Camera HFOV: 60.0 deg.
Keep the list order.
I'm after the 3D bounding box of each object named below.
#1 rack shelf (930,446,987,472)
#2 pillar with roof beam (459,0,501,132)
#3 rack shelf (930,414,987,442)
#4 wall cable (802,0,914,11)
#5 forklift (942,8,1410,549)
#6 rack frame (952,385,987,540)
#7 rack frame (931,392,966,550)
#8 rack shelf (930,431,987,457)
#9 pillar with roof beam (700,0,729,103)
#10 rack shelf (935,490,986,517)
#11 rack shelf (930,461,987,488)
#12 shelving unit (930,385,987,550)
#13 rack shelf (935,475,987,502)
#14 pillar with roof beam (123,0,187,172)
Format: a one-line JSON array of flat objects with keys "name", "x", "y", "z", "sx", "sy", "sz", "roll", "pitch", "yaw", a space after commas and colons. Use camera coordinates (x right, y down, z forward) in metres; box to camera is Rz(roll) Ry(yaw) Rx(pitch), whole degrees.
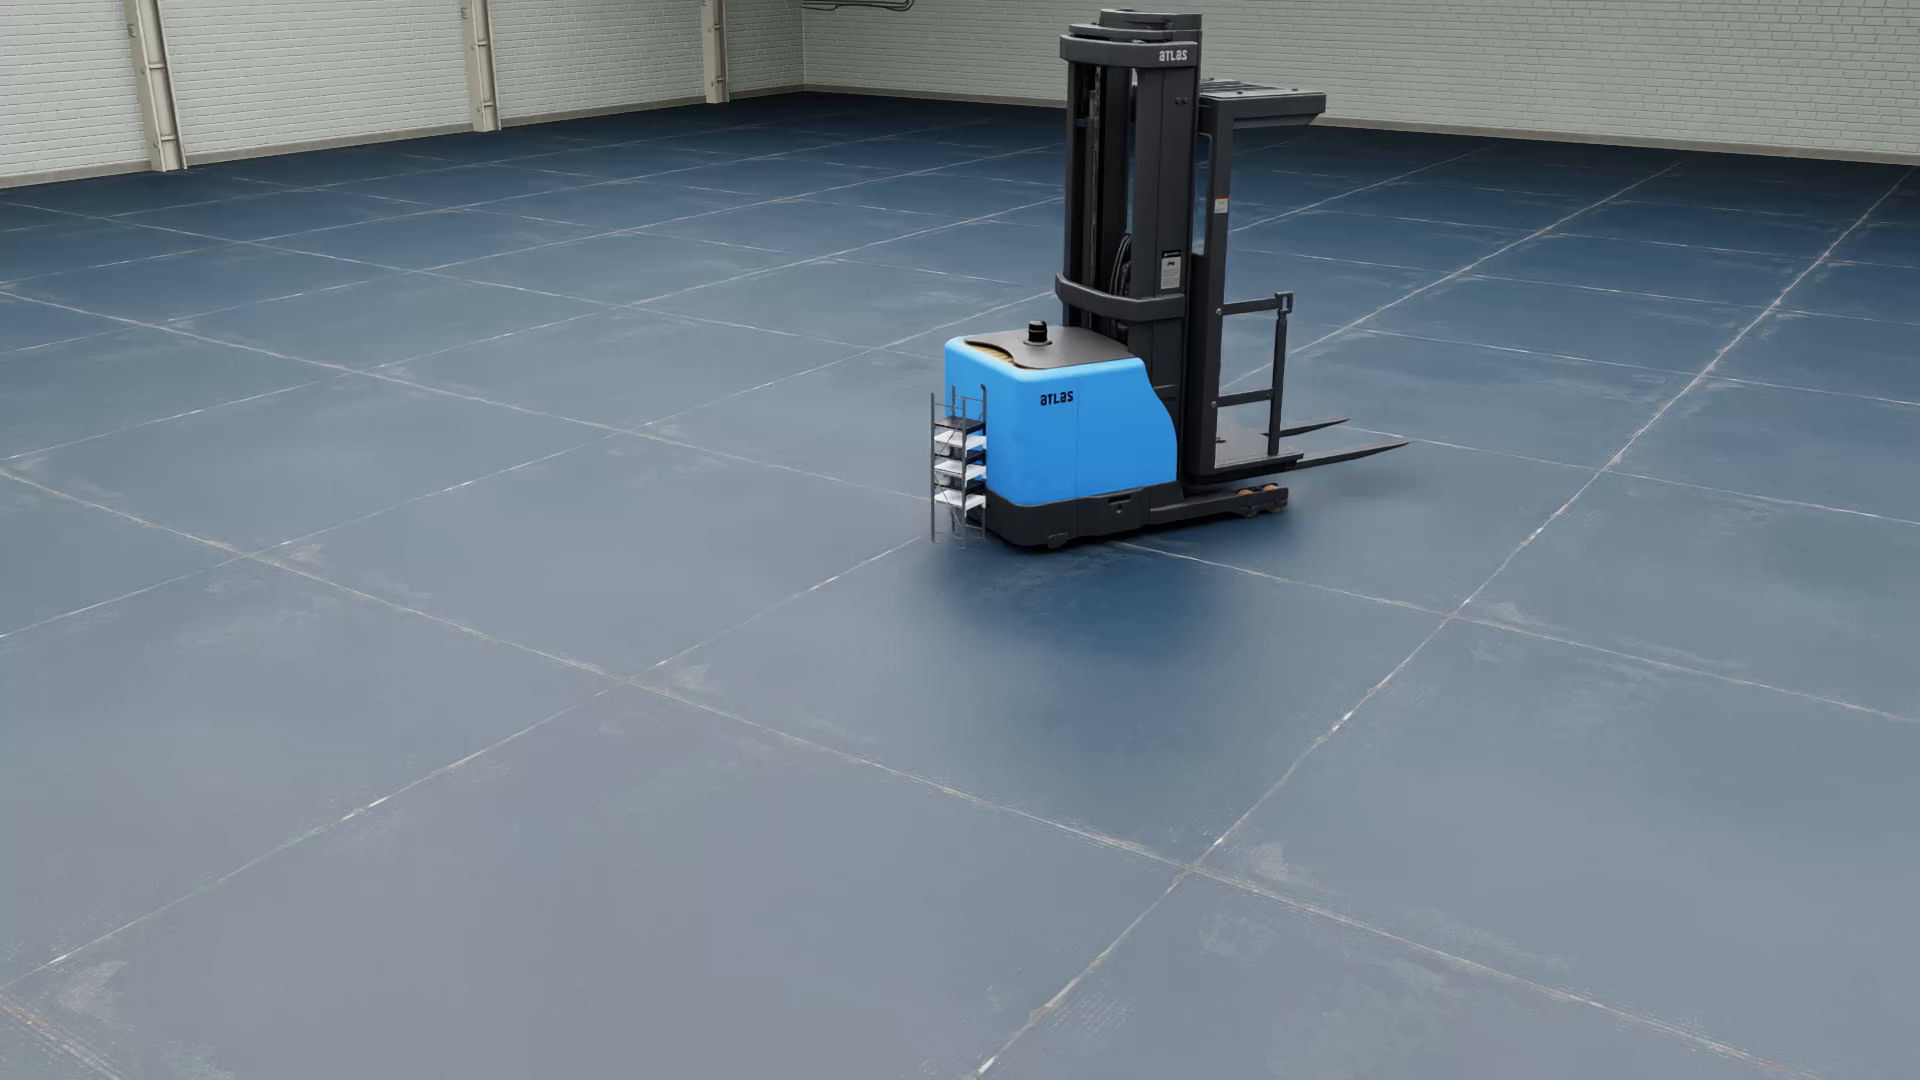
[{"name": "rack shelf", "x": -0.008, "y": -0.473, "z": 9.581, "sx": 0.258, "sy": 0.077, "sz": 0.200, "roll": 14, "pitch": 25, "yaw": 33}, {"name": "pillar with roof beam", "x": -4.756, "y": -10.582, "z": 25.402, "sx": 9.100, "sy": 9.000, "sz": 0.400, "roll": 13, "pitch": 24, "yaw": 32}, {"name": "rack shelf", "x": -0.008, "y": -0.641, "z": 9.519, "sx": 0.258, "sy": 0.077, "sz": 0.200, "roll": 14, "pitch": 25, "yaw": 33}, {"name": "wall cable", "x": -2.194, "y": -12.274, "z": 34.453, "sx": 3.097, "sy": 2.526, "sz": 0.112, "roll": 13, "pitch": 24, "yaw": 32}, {"name": "forklift", "x": 1.441, "y": -1.664, "z": 10.038, "sx": 3.031, "sy": 2.935, "sz": 1.130, "roll": -10, "pitch": 23, "yaw": -26}, {"name": "rack frame", "x": 0.051, "y": -0.448, "z": 9.678, "sx": 0.240, "sy": 0.900, "sz": 0.006, "roll": 14, "pitch": 25, "yaw": 33}, {"name": "rack frame", "x": -0.068, "y": -0.391, "z": 9.523, "sx": 0.240, "sy": 0.900, "sz": 0.006, "roll": 14, "pitch": 25, "yaw": 33}, {"name": "rack shelf", "x": -0.008, "y": -0.557, "z": 9.550, "sx": 0.258, "sy": 0.077, "sz": 0.200, "roll": 14, "pitch": 25, "yaw": 33}, {"name": "pillar with roof beam", "x": -1.383, "y": -12.304, "z": 30.056, "sx": 9.100, "sy": 9.000, "sz": 0.400, "roll": 13, "pitch": 24, "yaw": 32}, {"name": "rack shelf", "x": -0.009, "y": -0.219, "z": 9.675, "sx": 0.258, "sy": 0.077, "sz": 0.200, "roll": 14, "pitch": 25, "yaw": 33}, {"name": "rack shelf", "x": -0.008, "y": -0.388, "z": 9.612, "sx": 0.258, "sy": 0.077, "sz": 0.200, "roll": 14, "pitch": 25, "yaw": 33}, {"name": "shelving unit", "x": -0.008, "y": -0.419, "z": 9.601, "sx": 0.258, "sy": 0.900, "sz": 0.210, "roll": 14, "pitch": 25, "yaw": 33}, {"name": "rack shelf", "x": -0.009, "y": -0.304, "z": 9.644, "sx": 0.258, "sy": 0.077, "sz": 0.200, "roll": 14, "pitch": 25, "yaw": 33}, {"name": "pillar with roof beam", "x": -8.129, "y": -8.861, "z": 20.748, "sx": 9.100, "sy": 9.000, "sz": 0.400, "roll": 13, "pitch": 24, "yaw": 32}]
